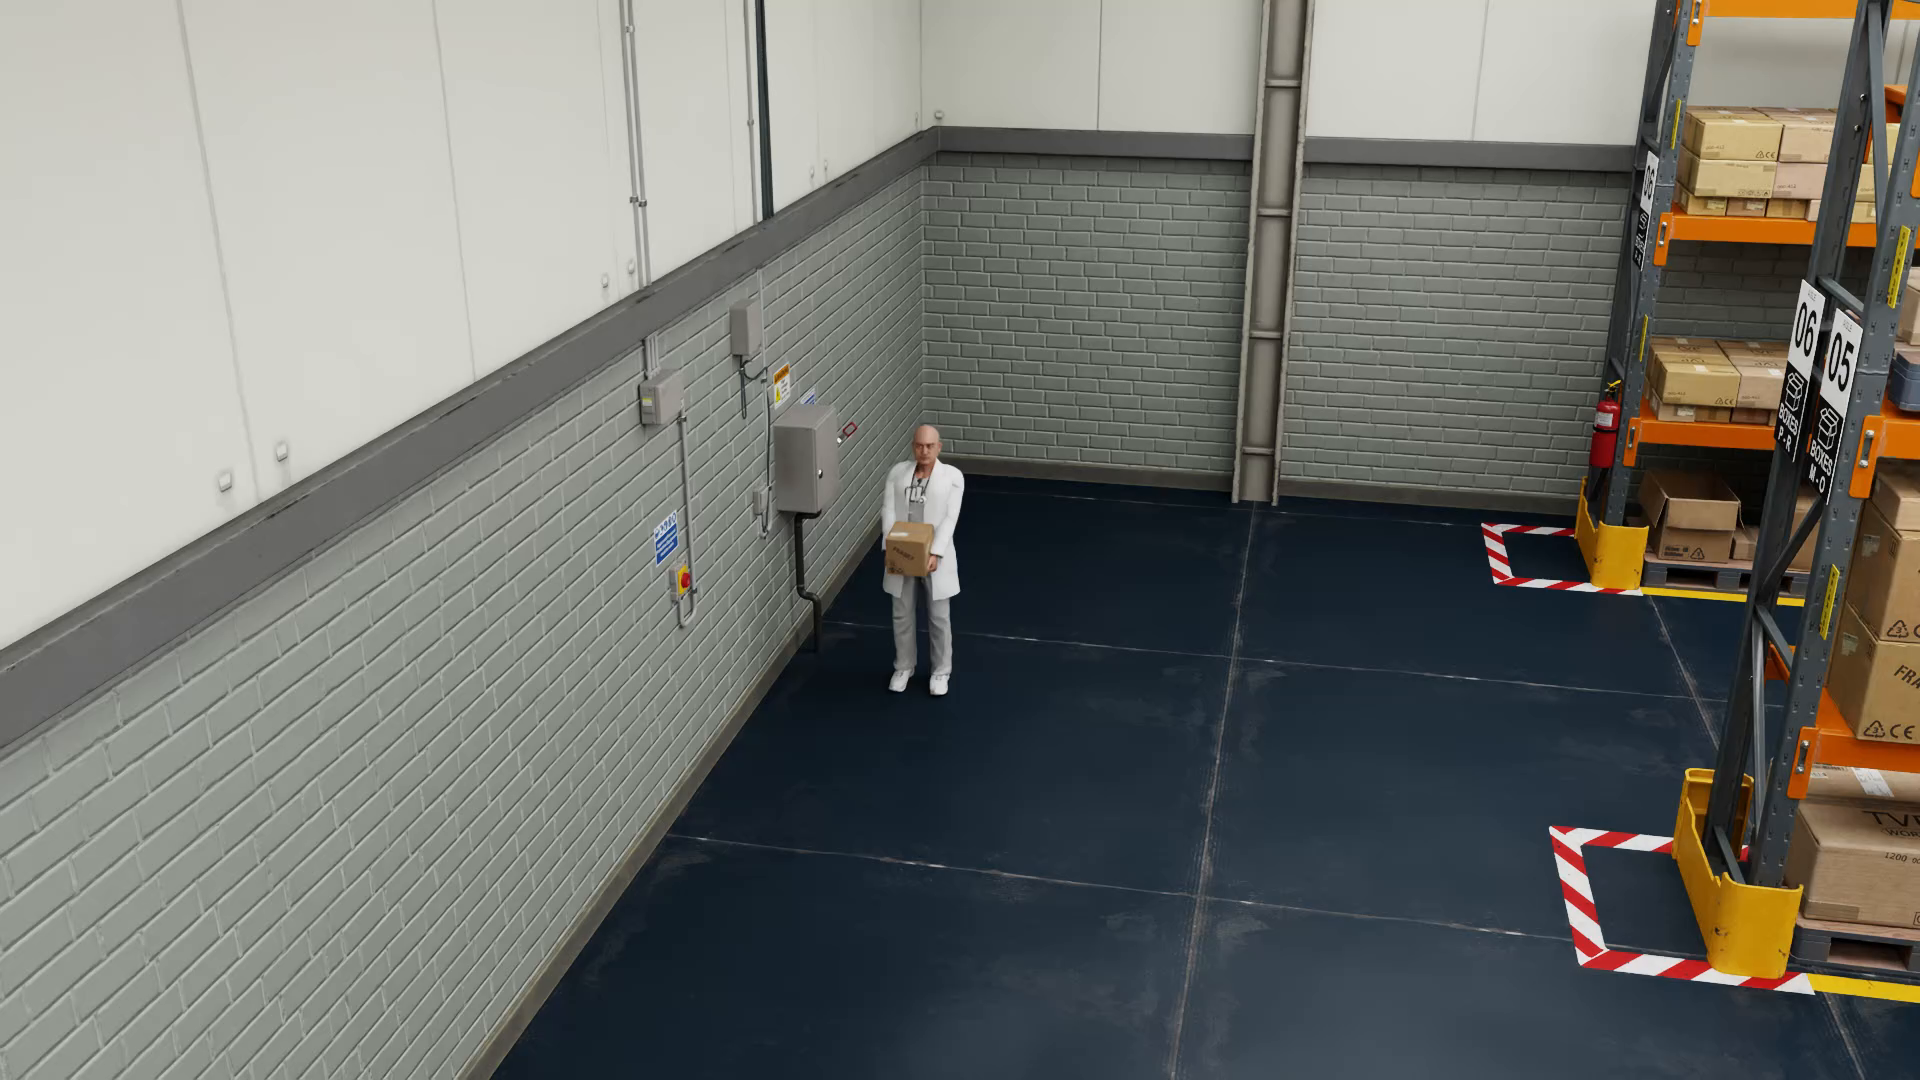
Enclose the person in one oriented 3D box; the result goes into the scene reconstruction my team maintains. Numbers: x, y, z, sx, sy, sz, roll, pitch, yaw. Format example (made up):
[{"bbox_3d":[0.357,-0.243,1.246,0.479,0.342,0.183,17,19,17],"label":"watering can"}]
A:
[{"bbox_3d":[-0.265,0.169,10.700,0.529,1.758,0.560,5,22,12],"label":"person"}]
